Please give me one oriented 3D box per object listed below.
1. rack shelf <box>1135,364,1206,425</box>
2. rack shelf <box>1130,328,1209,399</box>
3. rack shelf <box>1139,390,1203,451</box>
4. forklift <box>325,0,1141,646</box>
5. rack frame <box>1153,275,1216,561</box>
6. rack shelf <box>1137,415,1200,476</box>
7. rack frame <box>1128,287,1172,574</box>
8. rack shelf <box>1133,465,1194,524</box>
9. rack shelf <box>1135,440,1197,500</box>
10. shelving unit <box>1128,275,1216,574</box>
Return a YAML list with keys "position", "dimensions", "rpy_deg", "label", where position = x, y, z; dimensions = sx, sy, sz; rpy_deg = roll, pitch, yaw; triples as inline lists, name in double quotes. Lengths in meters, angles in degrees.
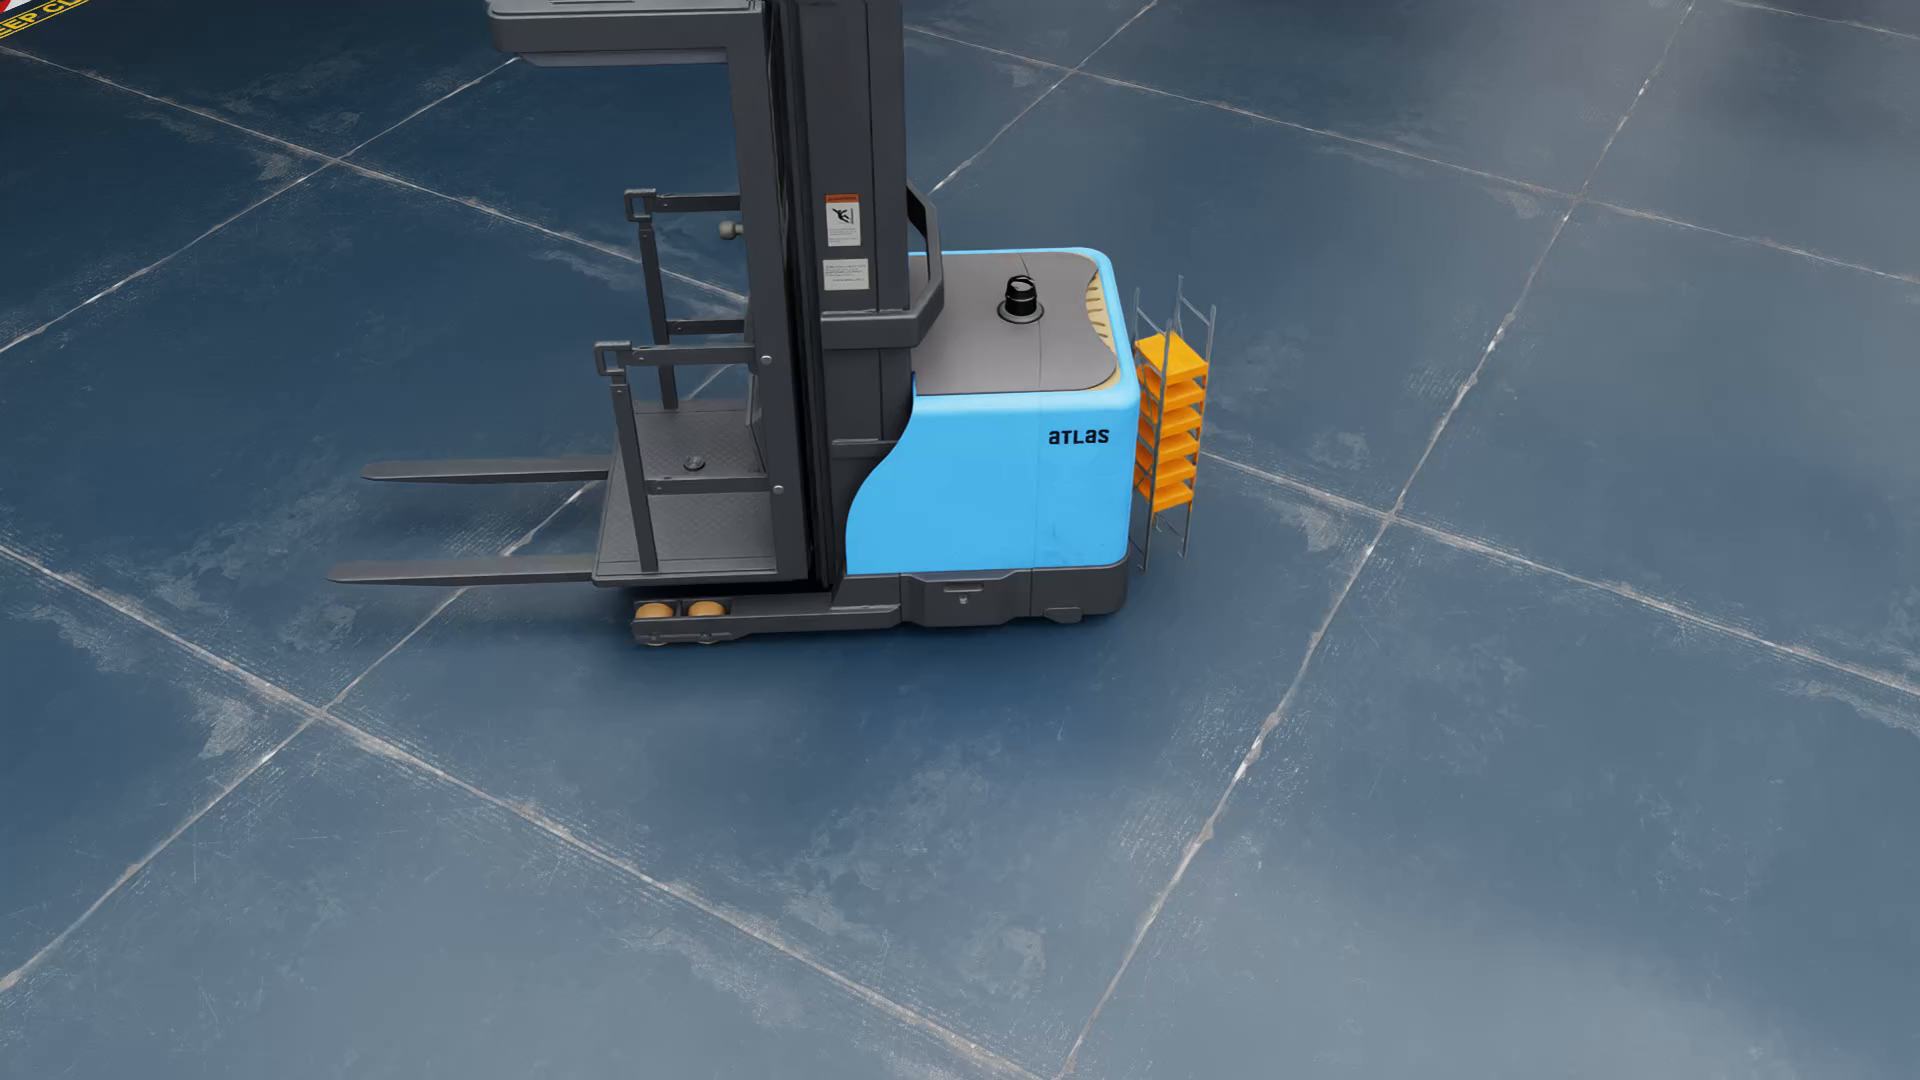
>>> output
- position: [0.766, -0.560, 6.182]
  dimensions: [0.180, 0.103, 0.258]
  rpy_deg: [-18, 44, -19]
  label: "rack shelf"
- position: [0.766, -0.650, 6.102]
  dimensions: [0.180, 0.103, 0.258]
  rpy_deg: [-18, 44, -19]
  label: "rack shelf"
- position: [0.766, -0.470, 6.261]
  dimensions: [0.180, 0.103, 0.258]
  rpy_deg: [-18, 44, -19]
  label: "rack shelf"
- position: [-0.895, -1.061, 5.737]
  dimensions: [3.031, 2.935, 1.130]
  rpy_deg: [-2, 41, -2]
  label: "forklift"
- position: [0.849, -0.440, 6.341]
  dimensions: [0.006, 1.200, 0.240]
  rpy_deg: [-18, 44, -19]
  label: "rack frame"
- position: [0.766, -0.380, 6.340]
  dimensions: [0.180, 0.103, 0.258]
  rpy_deg: [-18, 44, -19]
  label: "rack shelf"
- position: [0.684, -0.386, 6.281]
  dimensions: [0.006, 1.200, 0.240]
  rpy_deg: [-18, 44, -19]
  label: "rack frame"
- position: [0.766, -0.200, 6.499]
  dimensions: [0.180, 0.103, 0.258]
  rpy_deg: [-18, 44, -19]
  label: "rack shelf"
- position: [0.766, -0.290, 6.420]
  dimensions: [0.180, 0.103, 0.258]
  rpy_deg: [-18, 44, -19]
  label: "rack shelf"
- position: [0.766, -0.413, 6.311]
  dimensions: [0.189, 1.200, 0.258]
  rpy_deg: [-18, 44, -19]
  label: "shelving unit"
